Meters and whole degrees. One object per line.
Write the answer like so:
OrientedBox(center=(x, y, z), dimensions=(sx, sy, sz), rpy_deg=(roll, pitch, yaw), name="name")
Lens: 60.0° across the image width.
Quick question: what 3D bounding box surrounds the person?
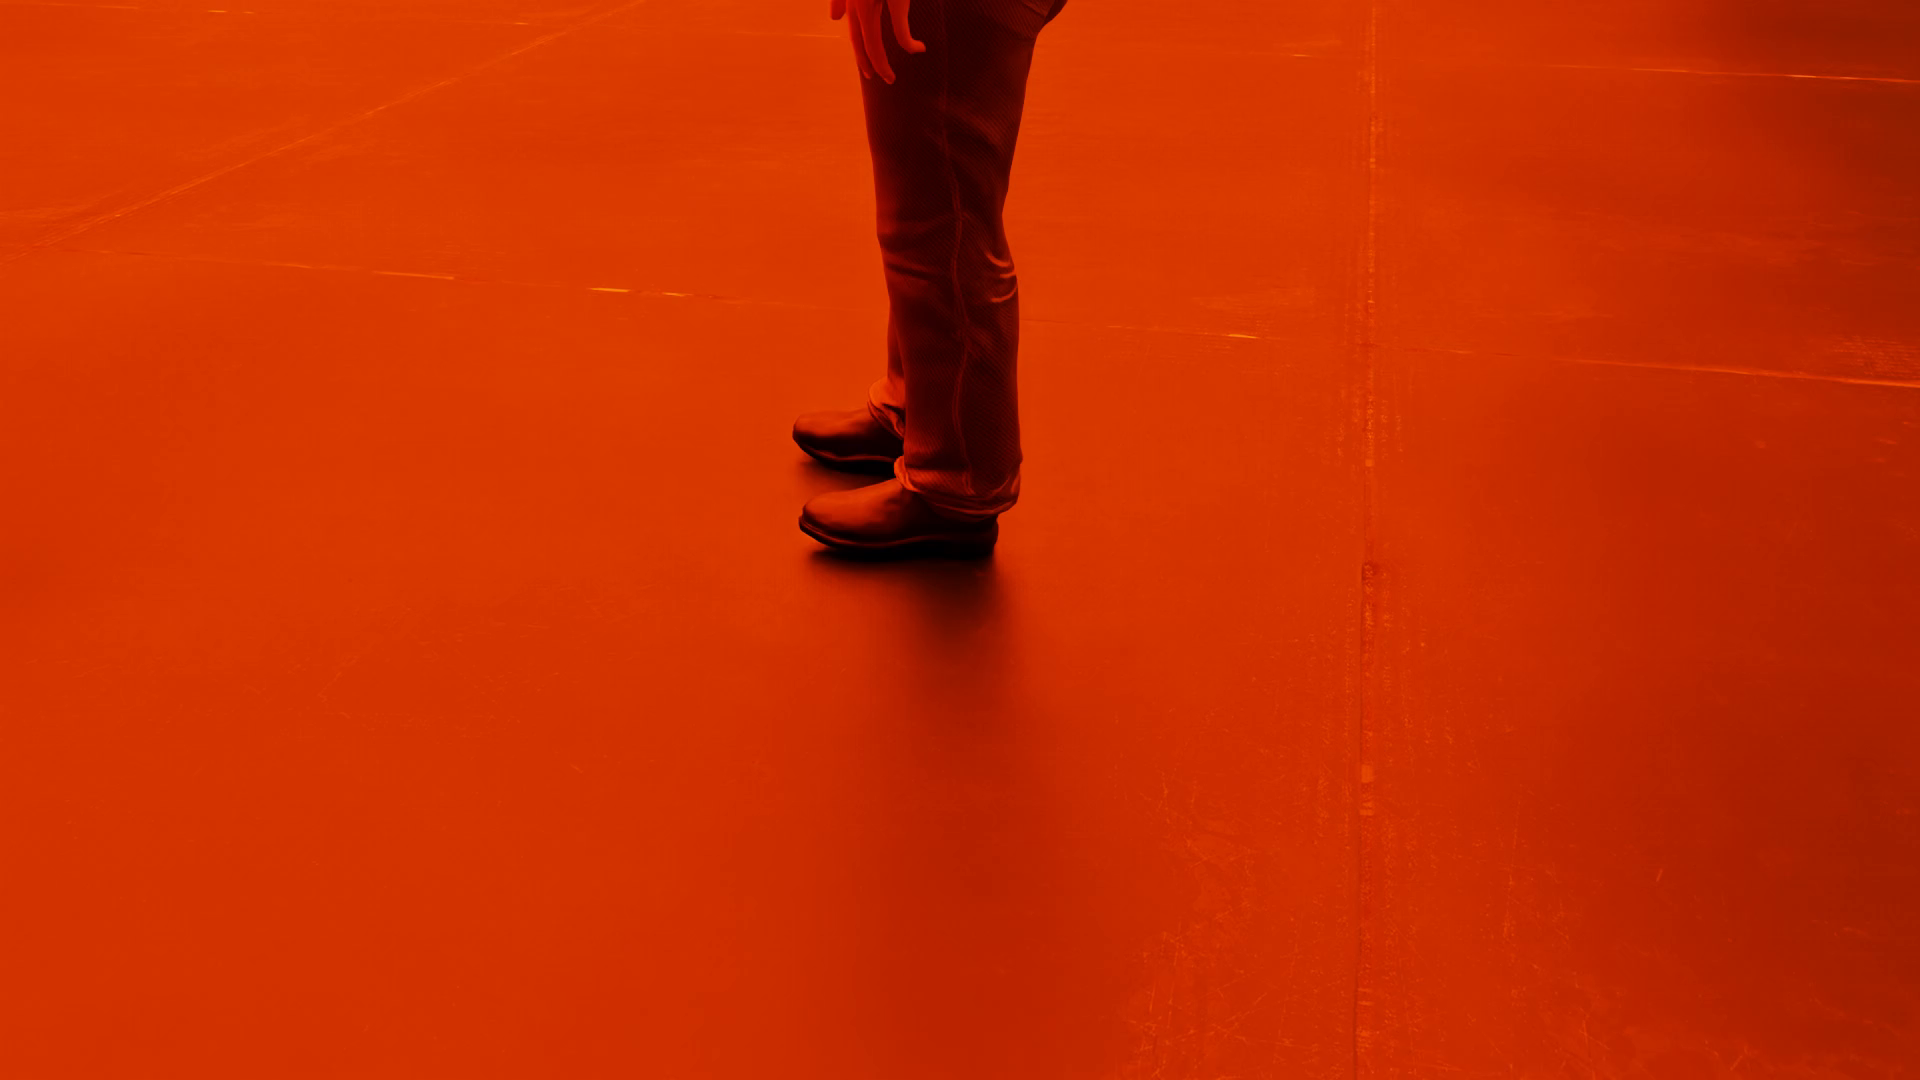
OrientedBox(center=(-0.058, -0.785, 2.128), dimensions=(0.568, 1.720, 0.632), rpy_deg=(6, 27, 11), name="person")
